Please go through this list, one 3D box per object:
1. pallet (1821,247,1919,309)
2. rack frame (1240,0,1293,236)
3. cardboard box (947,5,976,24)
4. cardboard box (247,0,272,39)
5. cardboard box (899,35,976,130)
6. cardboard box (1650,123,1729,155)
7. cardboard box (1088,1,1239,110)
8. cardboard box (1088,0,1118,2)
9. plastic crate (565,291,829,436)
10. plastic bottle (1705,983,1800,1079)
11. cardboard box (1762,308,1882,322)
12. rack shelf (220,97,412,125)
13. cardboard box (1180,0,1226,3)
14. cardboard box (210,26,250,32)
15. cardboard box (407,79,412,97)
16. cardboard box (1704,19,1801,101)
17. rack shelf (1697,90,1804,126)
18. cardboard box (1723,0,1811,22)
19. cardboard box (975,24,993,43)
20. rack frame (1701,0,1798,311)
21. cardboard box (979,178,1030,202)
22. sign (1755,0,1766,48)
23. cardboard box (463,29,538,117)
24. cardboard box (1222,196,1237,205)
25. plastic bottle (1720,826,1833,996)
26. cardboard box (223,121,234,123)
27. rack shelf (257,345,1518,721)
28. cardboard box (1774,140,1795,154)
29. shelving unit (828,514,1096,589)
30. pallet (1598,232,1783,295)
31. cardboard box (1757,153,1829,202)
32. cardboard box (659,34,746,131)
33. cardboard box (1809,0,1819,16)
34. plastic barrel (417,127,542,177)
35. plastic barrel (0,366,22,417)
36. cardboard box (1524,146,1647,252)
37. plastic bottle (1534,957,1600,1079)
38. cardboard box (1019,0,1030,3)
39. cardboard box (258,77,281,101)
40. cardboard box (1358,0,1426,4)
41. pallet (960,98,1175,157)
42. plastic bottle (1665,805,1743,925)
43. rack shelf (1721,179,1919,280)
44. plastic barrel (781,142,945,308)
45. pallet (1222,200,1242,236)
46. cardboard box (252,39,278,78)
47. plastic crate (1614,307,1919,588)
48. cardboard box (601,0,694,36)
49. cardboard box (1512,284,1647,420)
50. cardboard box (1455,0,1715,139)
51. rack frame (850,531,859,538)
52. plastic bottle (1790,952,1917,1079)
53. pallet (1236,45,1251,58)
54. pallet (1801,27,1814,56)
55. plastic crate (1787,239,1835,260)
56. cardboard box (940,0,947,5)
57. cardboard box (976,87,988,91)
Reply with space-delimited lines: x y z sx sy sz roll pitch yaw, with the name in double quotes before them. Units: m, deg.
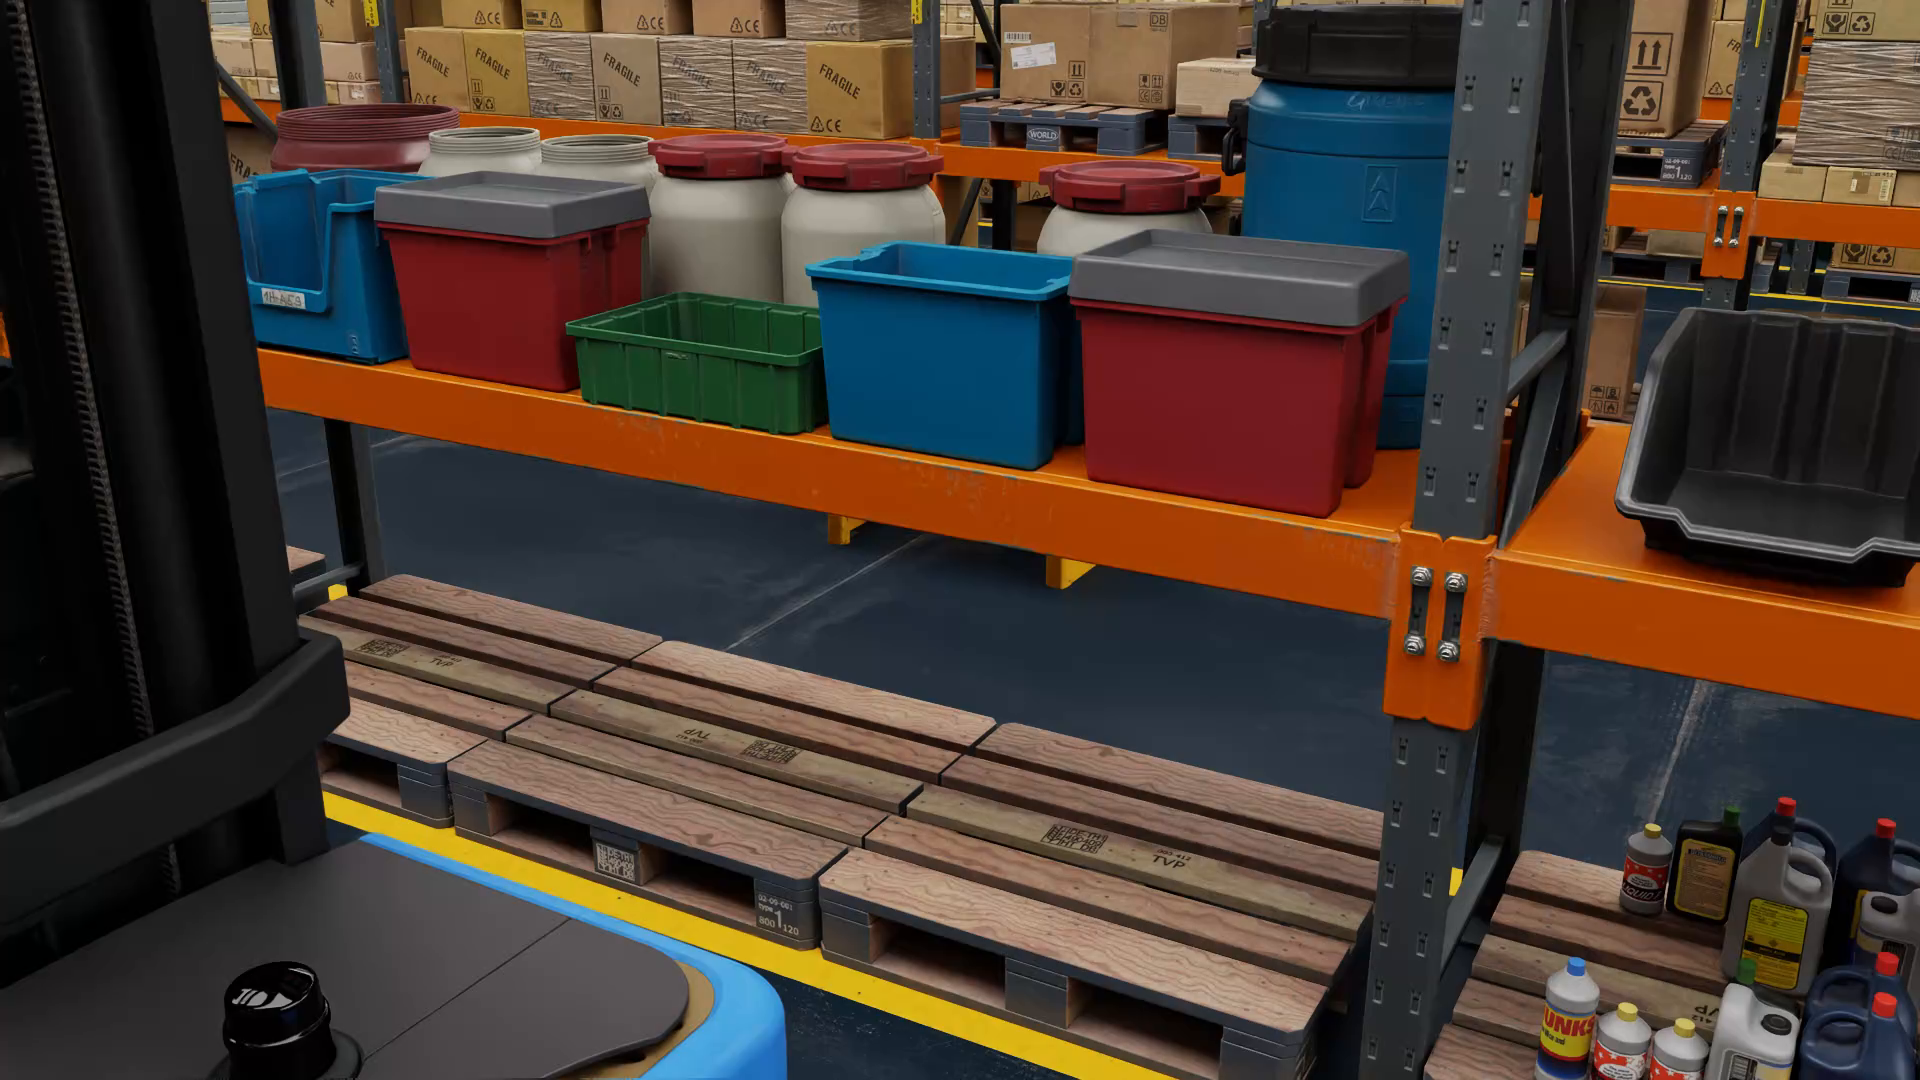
"pallet" 6.669 -1.796 11.507 1.213 0.211 1.003 11 23 27
"rack frame" 2.551 -3.922 13.278 0.127 3.000 1.000 11 23 27
"cardboard box" 0.095 -4.431 13.999 0.250 0.149 0.380 12 23 29
"cardboard box" -4.415 -3.631 11.159 0.500 0.500 0.500 11 23 28
"cardboard box" -0.247 -2.671 9.683 0.500 0.500 0.500 12 23 29
"cardboard box" 7.281 -3.914 16.495 0.625 0.372 0.950 12 23 31
"cardboard box" 1.071 -2.566 8.777 0.500 0.500 0.700 15 25 35
"cardboard box" 1.218 -4.355 13.353 0.250 0.149 0.380 12 23 29
"plastic crate" -0.537 -0.428 3.958 0.662 0.188 0.450 11 23 27
"plastic bottle" 1.481 0.980 3.113 0.135 0.276 0.152 12 23 29
"cardboard box" 3.866 -0.741 7.559 0.500 0.500 0.500 10 22 26
"rack shelf" -5.194 -3.122 12.127 4.000 0.370 1.077 11 23 27
"cardboard box" 1.900 -4.226 12.997 0.250 0.149 0.380 10 22 25
"cardboard box" -5.500 -3.691 12.426 0.500 0.250 0.500 10 22 25
"cardboard box" -3.773 -3.201 11.660 0.250 0.149 0.380 10 22 26
"cardboard box" 5.457 -3.311 11.447 0.500 0.500 0.500 11 22 27
"rack shelf" 4.297 -3.251 12.484 4.000 0.370 1.077 11 23 27
"cardboard box" 5.607 -3.855 11.480 0.500 0.500 0.700 10 22 26
"cardboard box" 0.321 -4.248 13.931 0.250 0.149 0.380 10 22 26
"rack frame" 3.536 -1.797 7.420 0.127 3.000 1.000 11 23 27
"cardboard box" 0.502 -3.237 14.440 0.500 0.500 0.500 11 23 28
"sign" 3.269 -2.175 6.766 0.005 0.325 0.100 11 23 27
"cardboard box" -2.729 -2.940 10.425 0.500 0.500 0.500 11 23 27
"cardboard box" 2.058 -3.138 14.167 0.500 0.500 0.500 10 22 25
"plastic bottle" 1.753 0.780 3.555 0.185 0.351 0.144 11 23 27
"cardboard box" -5.548 -2.757 12.567 0.875 0.875 0.875 11 23 27
"rack shelf" -0.625 -0.317 4.395 4.000 0.370 1.077 11 23 27
"cardboard box" 3.867 -1.731 7.606 0.250 0.149 0.380 11 23 27
"shelving unit" 0.067 -0.692 6.574 1.083 1.500 0.587 11 23 27
"pallet" 5.333 -2.052 12.212 1.213 0.211 1.003 11 23 27
"cardboard box" 3.577 -1.554 7.118 0.250 0.149 0.380 11 23 27
"cardboard box" -1.395 -2.688 9.729 0.500 0.500 0.500 10 22 26
"cardboard box" 7.854 -5.140 15.437 0.500 0.500 0.500 10 22 26
"plastic barrel" -1.369 -0.933 4.874 0.421 0.512 0.421 0 20 0
"plastic barrel" -3.793 -0.316 6.257 0.708 0.588 0.600 11 23 27
"cardboard box" 4.617 -2.635 12.413 0.750 0.750 1.050 11 23 27
"plastic bottle" 1.185 0.937 3.240 0.097 0.271 0.097 0 20 0
"cardboard box" 0.545 -4.485 13.711 0.250 0.149 0.380 12 23 29
"cardboard box" -4.547 -3.091 11.355 0.250 0.149 0.380 11 23 28
"cardboard box" 3.381 -4.278 12.646 0.500 0.500 0.700 10 22 27
"pallet" 0.718 -2.285 9.047 1.003 0.211 1.213 11 23 27
"plastic bottle" 1.702 0.729 3.794 0.133 0.283 0.061 12 23 30
"rack shelf" 5.282 -1.126 6.626 4.000 0.370 1.077 11 23 27
"plastic barrel" -0.248 -0.733 4.287 0.433 0.535 0.433 0 20 0
"pallet" 1.870 -2.741 14.113 1.213 0.211 1.003 11 23 27
"cardboard box" -4.414 -3.277 11.285 0.500 0.250 0.500 12 23 29
"plastic crate" 1.516 -0.168 3.022 0.504 0.338 0.767 11 23 27
"cardboard box" -1.742 -3.326 10.017 0.637 0.503 0.797 12 23 29
"cardboard box" 3.011 -0.937 8.071 0.500 0.500 0.700 9 22 23
"cardboard box" 2.911 -2.450 7.725 1.000 1.000 1.000 11 23 28
"rack frame" -0.369 -0.775 6.803 0.032 1.500 0.500 11 23 27
"plastic bottle" 1.693 0.931 3.140 0.185 0.351 0.144 11 23 27
"pallet" 1.877 -3.919 13.550 1.003 0.211 1.213 11 23 27
"pallet" 7.773 -4.827 16.056 1.213 0.211 1.003 11 23 27
"plastic crate" 6.834 -2.323 12.910 0.450 0.188 0.662 -22 27 -25
"cardboard box" -0.135 -4.614 14.065 0.250 0.149 0.380 10 22 27
"cardboard box" 0.107 -5.356 20.372 0.875 0.438 0.875 10 22 26
